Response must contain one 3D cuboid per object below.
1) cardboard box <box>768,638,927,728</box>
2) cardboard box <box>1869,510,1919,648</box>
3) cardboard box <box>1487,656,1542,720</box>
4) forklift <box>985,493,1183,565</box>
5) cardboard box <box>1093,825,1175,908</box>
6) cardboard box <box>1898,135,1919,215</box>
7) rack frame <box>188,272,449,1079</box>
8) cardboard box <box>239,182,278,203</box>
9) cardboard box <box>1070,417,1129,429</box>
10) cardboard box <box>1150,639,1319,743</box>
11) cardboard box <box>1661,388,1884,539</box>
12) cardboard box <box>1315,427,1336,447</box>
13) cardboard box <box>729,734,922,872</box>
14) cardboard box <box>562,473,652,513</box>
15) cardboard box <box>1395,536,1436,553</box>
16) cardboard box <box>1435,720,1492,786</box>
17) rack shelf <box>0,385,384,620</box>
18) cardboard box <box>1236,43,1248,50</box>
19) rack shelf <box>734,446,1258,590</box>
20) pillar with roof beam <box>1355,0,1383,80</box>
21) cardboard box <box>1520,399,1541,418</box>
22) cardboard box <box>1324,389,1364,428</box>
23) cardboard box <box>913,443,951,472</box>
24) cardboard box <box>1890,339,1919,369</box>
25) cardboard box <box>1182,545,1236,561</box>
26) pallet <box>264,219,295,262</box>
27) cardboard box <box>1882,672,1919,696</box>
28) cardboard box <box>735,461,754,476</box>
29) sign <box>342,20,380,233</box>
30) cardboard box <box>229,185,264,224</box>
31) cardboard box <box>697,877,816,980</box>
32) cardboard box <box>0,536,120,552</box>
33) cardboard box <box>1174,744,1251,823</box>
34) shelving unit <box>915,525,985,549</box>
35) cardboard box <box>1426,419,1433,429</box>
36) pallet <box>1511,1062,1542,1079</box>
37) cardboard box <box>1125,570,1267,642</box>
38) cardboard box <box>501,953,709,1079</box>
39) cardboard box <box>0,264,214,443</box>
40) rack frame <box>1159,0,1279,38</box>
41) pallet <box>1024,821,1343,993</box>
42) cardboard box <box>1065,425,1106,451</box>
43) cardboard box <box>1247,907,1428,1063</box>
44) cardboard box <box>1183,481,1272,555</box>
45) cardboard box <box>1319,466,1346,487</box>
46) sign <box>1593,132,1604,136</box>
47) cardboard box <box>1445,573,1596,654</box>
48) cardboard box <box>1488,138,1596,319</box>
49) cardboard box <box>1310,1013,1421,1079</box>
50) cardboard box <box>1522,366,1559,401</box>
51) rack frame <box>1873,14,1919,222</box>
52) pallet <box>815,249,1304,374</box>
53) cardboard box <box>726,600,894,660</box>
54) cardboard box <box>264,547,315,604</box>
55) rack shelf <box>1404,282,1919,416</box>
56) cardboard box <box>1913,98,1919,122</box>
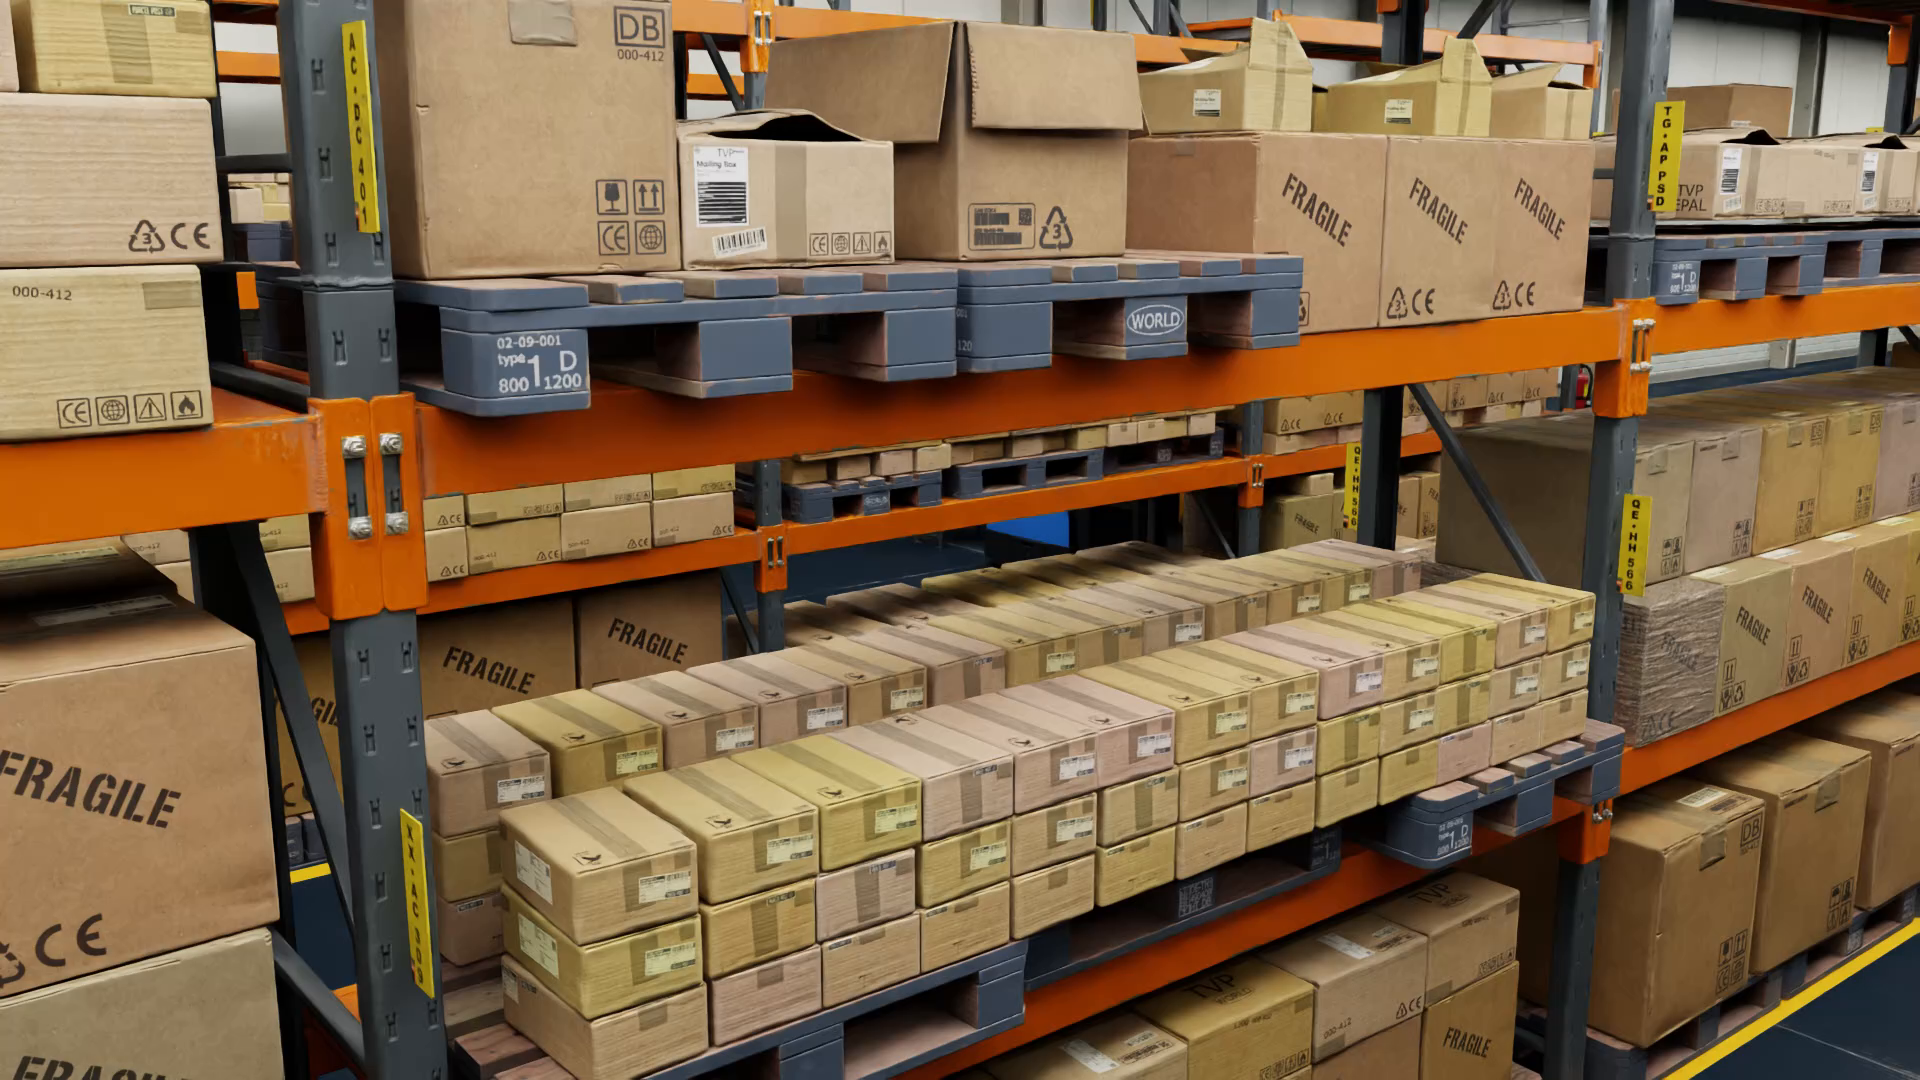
[{"bbox_3d":[-0.300,0.386,4.374,0.250,0.149,0.380,-10,16,-39],"label":"cardboard box"},{"bbox_3d":[3.914,0.132,7.167,0.500,0.500,0.500,-9,15,-37],"label":"cardboard box"},{"bbox_3d":[1.512,0.402,5.011,0.250,0.149,0.380,-9,15,-36],"label":"cardboard box"},{"bbox_3d":[1.563,-1.066,13.215,1.130,2.935,3.031,-10,16,-40],"label":"forklift"},{"bbox_3d":[0.308,0.747,4.104,0.250,0.149,0.380,-10,15,-39],"label":"cardboard box"},{"bbox_3d":[3.713,-1.476,6.723,0.500,0.311,0.500,-10,16,-40],"label":"cardboard box"},{"bbox_3d":[-1.303,0.977,3.430,0.127,3.000,1.000,-9,15,-38],"label":"rack frame"},{"bbox_3d":[-5.183,-2.541,12.175,0.250,0.149,0.380,-9,15,-38],"label":"cardboard box"},{"bbox_3d":[0.762,-1.023,10.880,0.500,0.500,0.500,-9,15,-36],"label":"cardboard box"},{"bbox_3d":[0.713,0.389,4.356,0.250,0.149,0.380,-9,15,-35],"label":"cardboard box"},{"bbox_3d":[3.370,-0.336,6.964,0.500,0.500,0.700,-10,15,-38],"label":"cardboard box"},{"bbox_3d":[2.572,-0.798,12.391,0.250,0.149,0.380,-10,15,-38],"label":"cardboard box"},{"bbox_3d":[-0.292,0.556,3.569,0.250,0.149,0.380,-9,15,-37],"label":"cardboard box"},{"bbox_3d":[-1.968,-0.332,8.751,0.500,0.250,0.500,-10,16,-39],"label":"cardboard box"},{"bbox_3d":[2.908,0.286,10.877,0.500,0.500,0.500,-9,15,-38],"label":"cardboard box"},{"bbox_3d":[1.327,0.579,4.896,0.250,0.149,0.380,-9,15,-37],"label":"cardboard box"},{"bbox_3d":[-2.865,0.121,1.971,4.000,0.370,1.077,-9,15,-38],"label":"rack shelf"},{"bbox_3d":[0.755,-1.319,4.935,0.258,0.266,0.396,-9,15,-38],"label":"cardboard box"},{"bbox_3d":[0.211,-0.240,10.890,4.000,0.370,1.077,-9,15,-38],"label":"rack shelf"},{"bbox_3d":[8.060,-5.246,18.289,0.400,9.000,9.100,-9,15,-38],"label":"pillar with roof beam"},{"bbox_3d":[4.609,-1.113,13.876,0.250,0.149,0.380,-10,15,-38],"label":"cardboard box"},{"bbox_3d":[2.668,-1.127,12.377,0.500,0.500,0.500,-10,15,-38],"label":"cardboard box"},{"bbox_3d":[-0.269,-0.518,10.064,0.250,0.149,0.380,-9,15,-37],"label":"cardboard box"},{"bbox_3d":[5.254,-0.705,8.390,0.550,0.550,0.875,-9,15,-38],"label":"cardboard box"},{"bbox_3d":[2.067,0.168,12.846,0.500,0.250,0.500,-9,15,-35],"label":"cardboard box"},{"bbox_3d":[-2.692,-1.469,8.182,1.213,0.211,1.003,-9,15,-35],"label":"pallet"},{"bbox_3d":[4.516,0.929,8.060,0.750,0.750,1.050,-10,15,-38],"label":"cardboard box"},{"bbox_3d":[-1.242,-0.495,9.956,0.250,0.149,0.380,-9,15,-36],"label":"cardboard box"},{"bbox_3d":[-0.958,-0.657,2.655,0.005,0.325,0.100,-9,15,-38],"label":"sign"},{"bbox_3d":[-3.267,-1.479,7.324,0.250,0.166,0.380,-11,16,-41],"label":"cardboard box"},{"bbox_3d":[-0.507,0.738,3.430,0.250,0.149,0.380,-10,15,-39],"label":"cardboard box"},{"bbox_3d":[-3.954,0.004,7.166,0.500,0.250,0.500,-10,16,-39],"label":"cardboard box"},{"bbox_3d":[0.512,0.569,4.228,0.250,0.149,0.380,-10,15,-39],"label":"cardboard box"},{"bbox_3d":[0.005,-0.735,15.098,0.755,1.500,0.431,-9,15,-38],"label":"shelving unit"},{"bbox_3d":[3.532,-0.969,13.197,0.250,0.149,0.380,-9,15,-38],"label":"cardboard box"},{"bbox_3d":[1.210,1.923,5.687,1.213,0.211,1.003,-9,15,-38],"label":"pallet"},{"bbox_3d":[0.729,0.213,5.186,0.250,0.149,0.380,-10,16,-40],"label":"cardboard box"},{"bbox_3d":[-0.708,0.917,3.301,0.250,0.149,0.380,-10,16,-40],"label":"cardboard box"},{"bbox_3d":[-1.517,-0.310,2.627,0.500,0.250,0.500,-9,15,-36],"label":"cardboard box"},{"bbox_3d":[1.773,-3.786,11.414,0.127,3.000,1.000,-9,15,-38],"label":"rack frame"},{"bbox_3d":[0.300,0.815,4.653,1.213,0.211,1.003,-9,15,-38],"label":"pallet"},{"bbox_3d":[0.738,-0.692,10.882,0.250,0.149,0.380,-9,15,-38],"label":"cardboard box"},{"bbox_3d":[1.063,1.307,5.077,0.500,0.250,0.500,-9,15,-37],"label":"cardboard box"},{"bbox_3d":[2.067,-0.199,12.768,0.500,0.500,0.500,-10,15,-38],"label":"cardboard box"},{"bbox_3d":[2.937,-0.502,12.635,0.250,0.149,0.380,-9,15,-35],"label":"cardboard box"},{"bbox_3d":[5.227,-3.178,13.642,0.005,0.325,0.100,-9,15,-38],"label":"sign"},{"bbox_3d":[1.724,0.222,5.145,0.250,0.149,0.380,-10,16,-40],"label":"cardboard box"},{"bbox_3d":[1.533,-0.943,5.009,0.500,0.500,0.500,-9,15,-38],"label":"cardboard box"},{"bbox_3d":[1.062,1.669,5.174,0.500,0.500,0.500,-9,15,-35],"label":"cardboard box"},{"bbox_3d":[4.645,-1.450,13.898,0.500,0.500,0.500,-10,15,-39],"label":"cardboard box"},{"bbox_3d":[4.944,-2.996,7.695,0.127,3.000,1.000,-9,15,-38],"label":"rack frame"},{"bbox_3d":[0.054,-0.597,4.070,1.003,0.211,1.213,-9,15,-38],"label":"pallet"},{"bbox_3d":[-0.903,0.676,10.160,0.625,0.372,0.950,-11,16,-41],"label":"cardboard box"},{"bbox_3d":[-3.152,0.115,7.850,0.500,0.250,0.500,-10,15,-38],"label":"cardboard box"},{"bbox_3d":[3.382,-0.917,6.859,4.000,0.370,1.077,-9,15,-38],"label":"rack shelf"},{"bbox_3d":[5.031,-2.150,8.363,0.250,0.149,0.380,-10,15,-38],"label":"cardboard box"}]
